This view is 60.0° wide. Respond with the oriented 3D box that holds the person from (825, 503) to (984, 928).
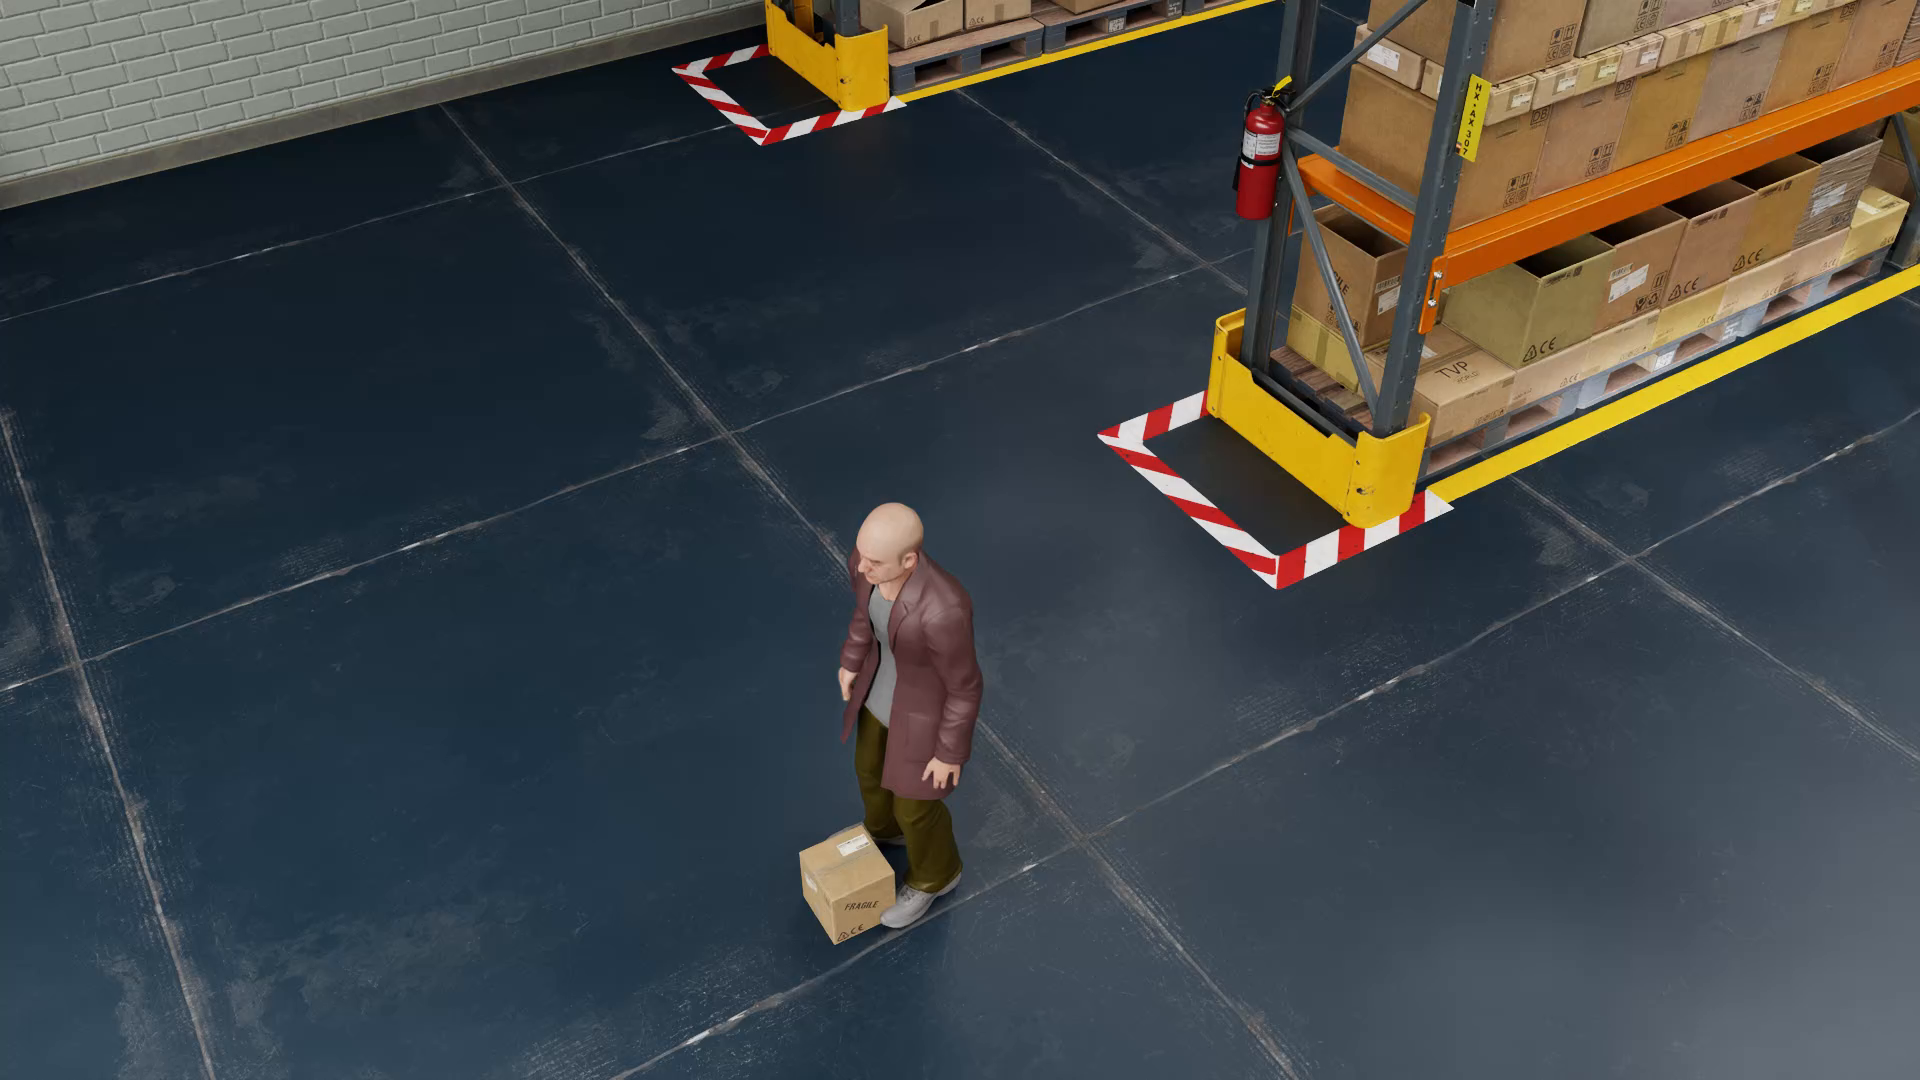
[{"bbox_3d":[-0.182,0.559,5.509,0.425,1.773,0.652,-25,46,-27],"label":"person"}]
